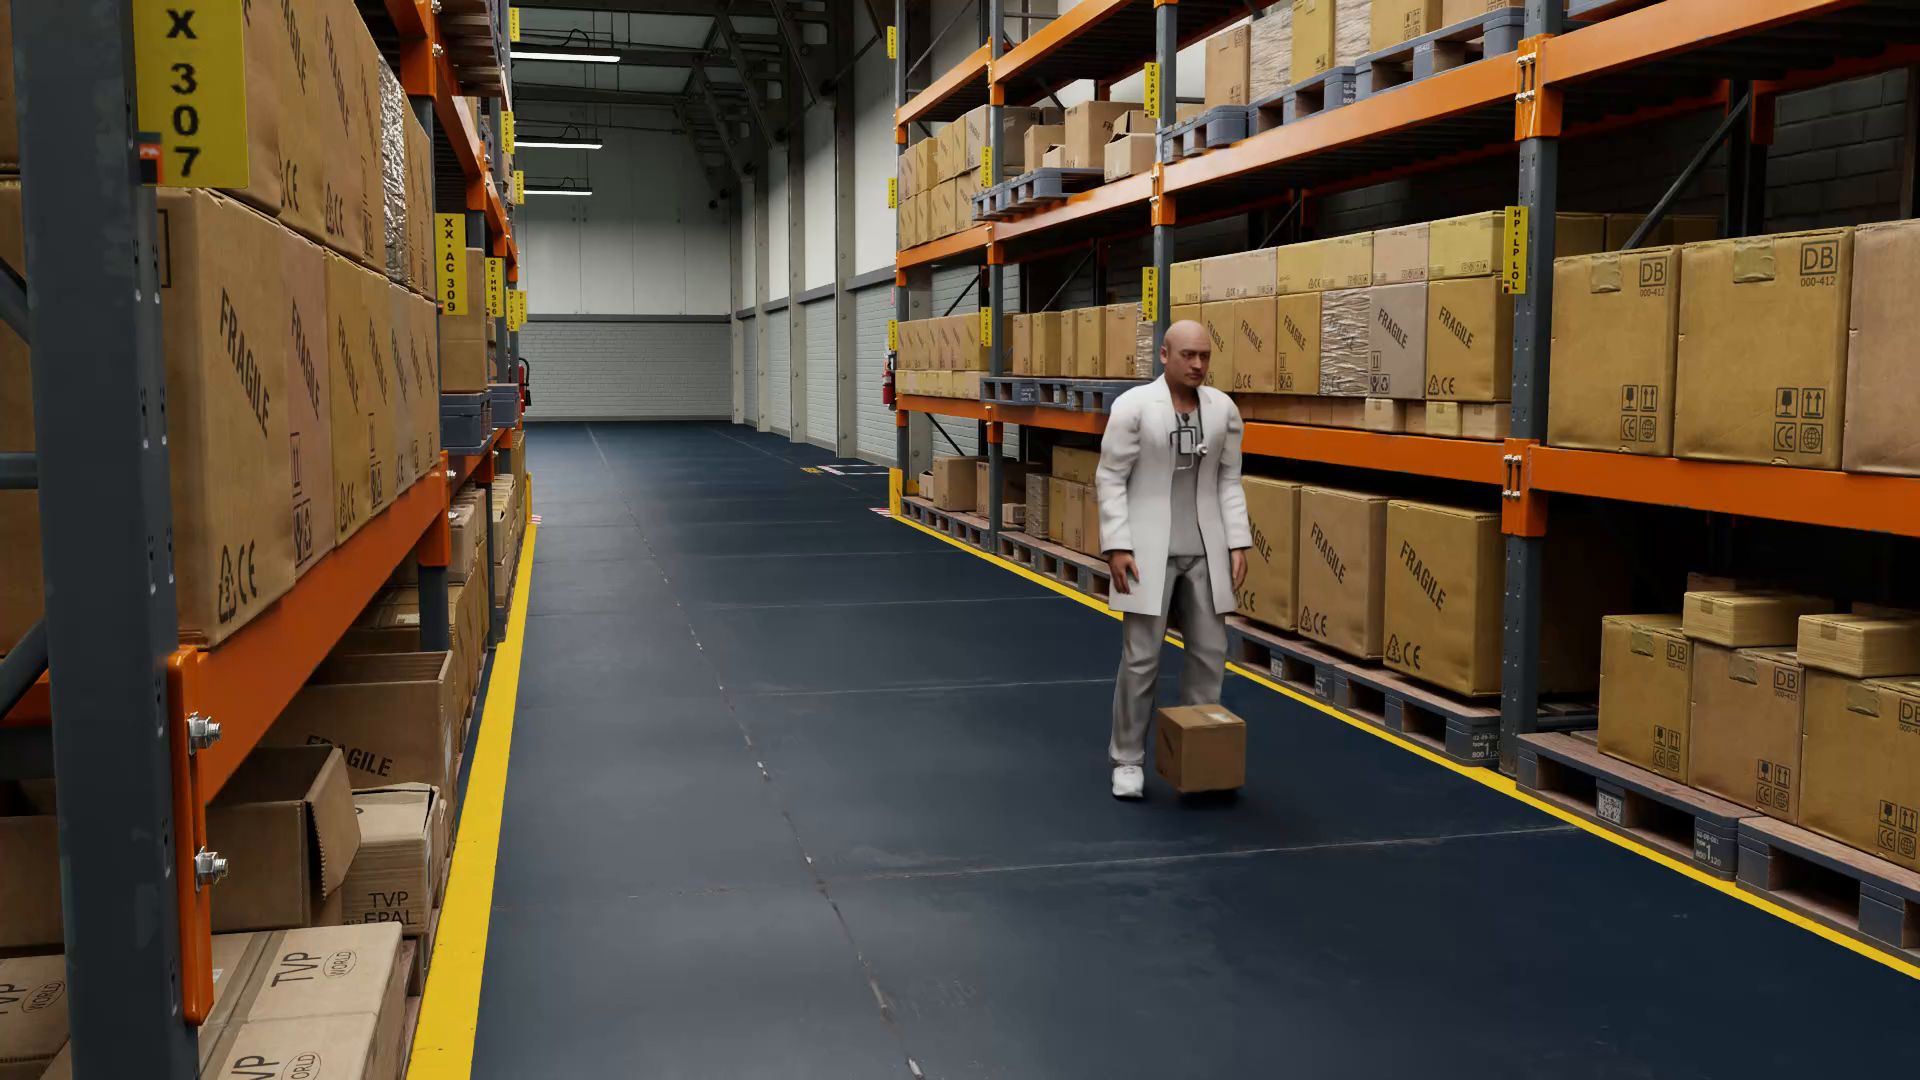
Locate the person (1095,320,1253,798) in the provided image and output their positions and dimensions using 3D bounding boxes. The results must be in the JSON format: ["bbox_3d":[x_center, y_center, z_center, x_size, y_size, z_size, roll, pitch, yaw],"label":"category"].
[{"bbox_3d":[0.816,0.061,6.299,0.612,1.775,0.426,-2,6,-16],"label":"person"}]
